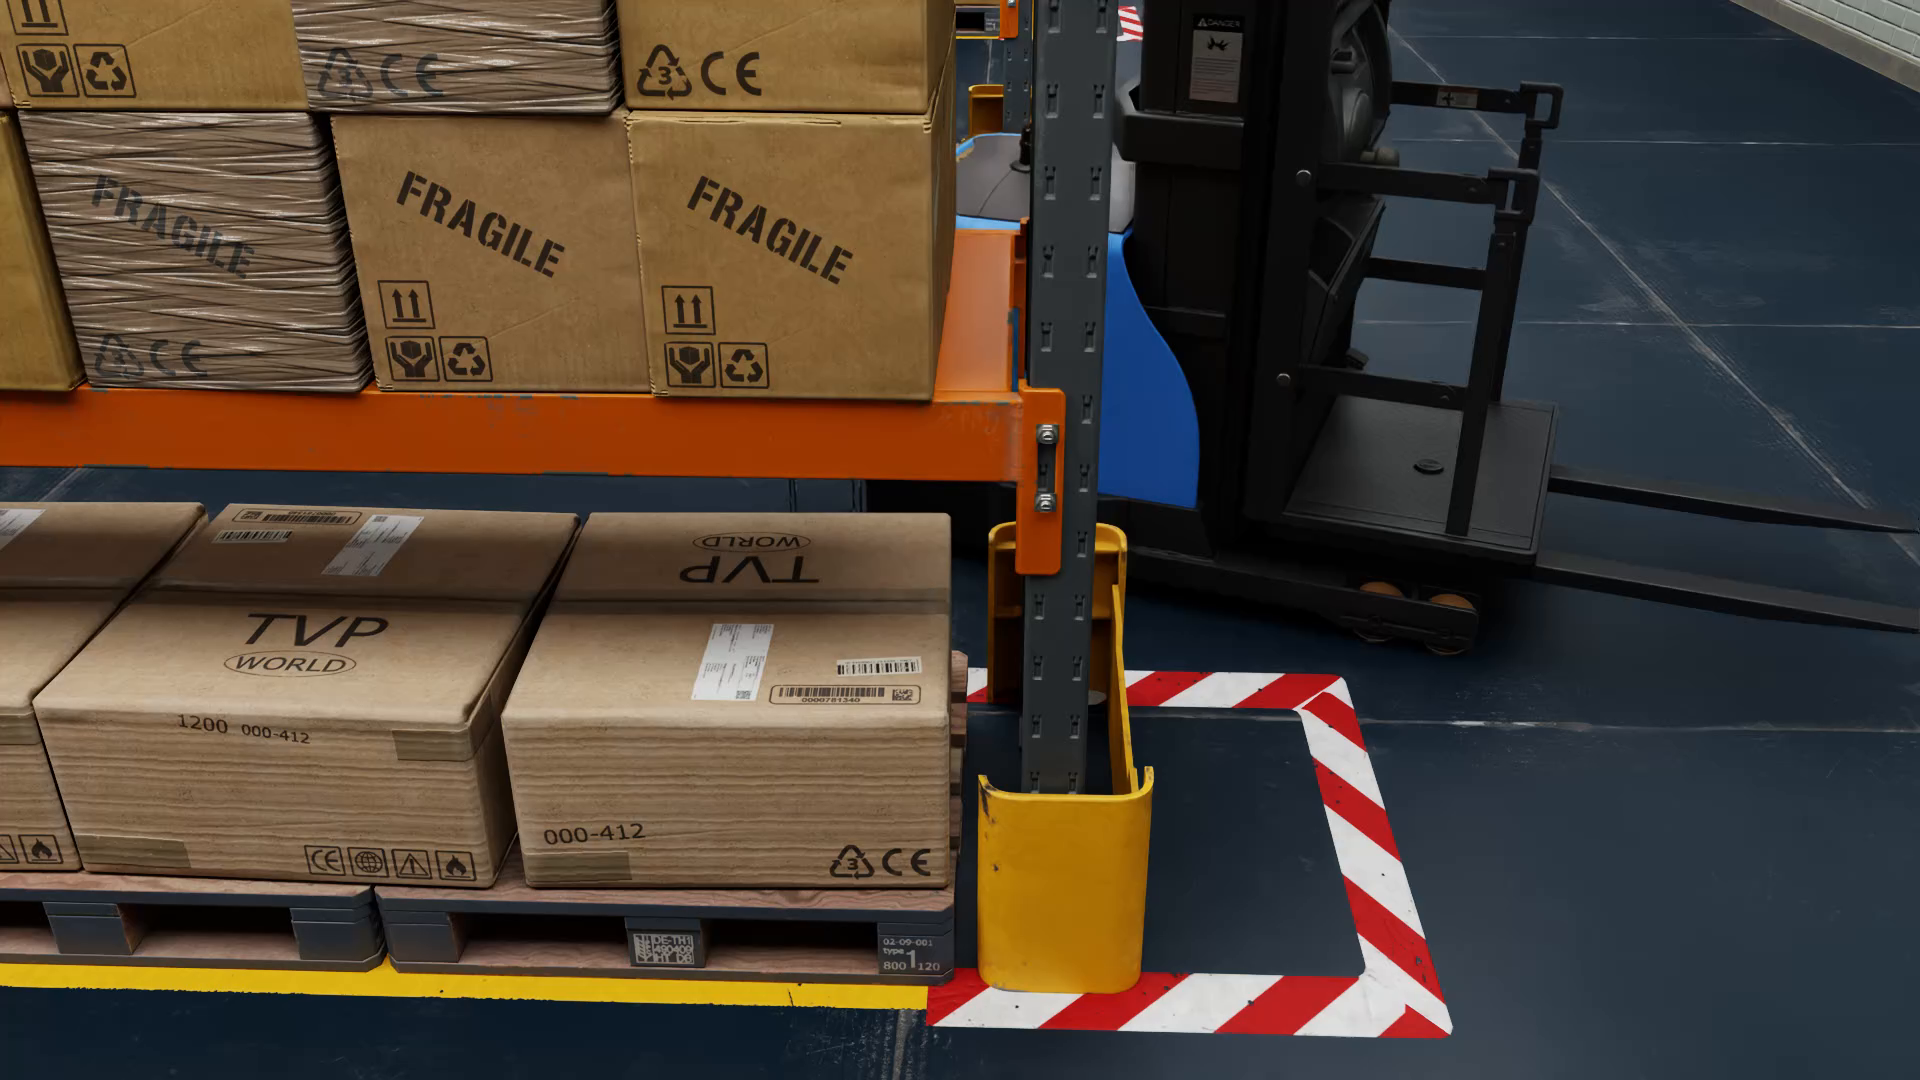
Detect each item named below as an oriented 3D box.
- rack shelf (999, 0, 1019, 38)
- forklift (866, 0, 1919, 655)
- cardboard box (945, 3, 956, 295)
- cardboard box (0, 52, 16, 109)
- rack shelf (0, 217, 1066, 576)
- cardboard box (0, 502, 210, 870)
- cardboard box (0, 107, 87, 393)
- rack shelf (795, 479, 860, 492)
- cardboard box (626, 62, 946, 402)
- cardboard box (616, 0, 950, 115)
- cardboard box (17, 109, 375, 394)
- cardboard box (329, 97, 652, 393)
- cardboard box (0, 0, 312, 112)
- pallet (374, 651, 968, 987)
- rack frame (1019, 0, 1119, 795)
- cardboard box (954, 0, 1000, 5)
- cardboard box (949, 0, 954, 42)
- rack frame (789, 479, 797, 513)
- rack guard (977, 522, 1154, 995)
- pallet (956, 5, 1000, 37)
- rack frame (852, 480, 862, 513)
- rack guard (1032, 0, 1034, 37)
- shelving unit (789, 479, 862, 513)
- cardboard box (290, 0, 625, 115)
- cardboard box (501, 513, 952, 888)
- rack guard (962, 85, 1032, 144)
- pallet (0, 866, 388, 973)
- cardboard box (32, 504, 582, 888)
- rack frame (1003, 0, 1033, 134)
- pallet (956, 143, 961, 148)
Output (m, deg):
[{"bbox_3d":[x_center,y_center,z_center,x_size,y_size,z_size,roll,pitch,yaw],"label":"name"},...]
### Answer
[{"bbox_3d":[-1.721,-2.689,7.888,4.000,0.370,1.077,1,28,2],"label":"rack shelf"},{"bbox_3d":[1.278,-1.256,4.491,3.031,2.935,1.130,10,30,18],"label":"forklift"},{"bbox_3d":[-0.265,-0.842,3.528,0.500,0.500,0.500,1,28,1],"label":"cardboard box"},{"bbox_3d":[-1.806,-1.051,2.856,0.500,0.500,0.500,1,28,1],"label":"cardboard box"},{"bbox_3d":[-1.794,-0.370,3.514,4.000,0.370,1.077,1,28,2],"label":"rack shelf"},{"bbox_3d":[-2.275,0.300,3.768,0.875,0.438,0.875,0,28,0],"label":"cardboard box"},{"bbox_3d":[-1.819,-0.605,3.082,0.500,0.500,0.500,2,28,3],"label":"cardboard box"},{"bbox_3d":[-0.428,-0.247,5.211,0.200,0.077,0.258,-5,28,-9],"label":"rack shelf"},{"bbox_3d":[-0.287,-0.583,3.041,0.500,0.500,0.500,1,28,2],"label":"cardboard box"},{"bbox_3d":[-0.286,-1.038,2.830,0.500,0.500,0.500,2,28,3],"label":"cardboard box"},{"bbox_3d":[-1.303,-0.603,3.078,0.500,0.500,0.500,2,28,3],"label":"cardboard box"},{"bbox_3d":[-0.788,-0.599,3.070,0.500,0.500,0.500,0,28,1],"label":"cardboard box"},{"bbox_3d":[-1.303,-1.042,2.839,0.500,0.500,0.500,1,28,2],"label":"cardboard box"},{"bbox_3d":[-0.598,0.600,3.892,1.213,0.211,1.003,1,28,2],"label":"pallet"},{"bbox_3d":[0.204,-0.655,3.283,0.127,3.000,1.000,1,28,2],"label":"rack frame"},{"bbox_3d":[-0.088,-4.514,12.382,0.875,0.875,0.875,1,28,2],"label":"cardboard box"},{"bbox_3d":[-0.265,-1.282,3.292,0.500,0.500,0.500,0,28,1],"label":"cardboard box"},{"bbox_3d":[-0.528,-0.427,5.096,0.006,0.900,0.240,-5,28,-9],"label":"rack frame"},{"bbox_3d":[0.228,0.450,3.868,0.348,0.500,1.175,1,28,2],"label":"rack guard"},{"bbox_3d":[-0.248,-4.038,12.643,1.213,0.211,1.003,1,28,2],"label":"pallet"},{"bbox_3d":[-0.328,-0.444,5.126,0.006,0.900,0.240,-5,28,-9],"label":"rack frame"},{"bbox_3d":[0.578,-4.189,12.618,0.348,0.500,1.175,1,28,2],"label":"rack guard"},{"bbox_3d":[-0.428,-0.436,5.111,0.210,0.900,0.258,-5,28,-9],"label":"shelving unit"},{"bbox_3d":[-0.809,-1.033,2.821,0.500,0.500,0.500,1,28,2],"label":"cardboard box"},{"bbox_3d":[-0.459,0.327,3.717,0.875,0.438,0.875,0,28,0],"label":"cardboard box"},{"bbox_3d":[0.202,-1.871,8.245,0.348,0.500,1.175,1,28,2],"label":"rack guard"},{"bbox_3d":[-1.814,0.579,3.933,1.213,0.211,1.003,1,28,2],"label":"pallet"},{"bbox_3d":[-1.374,0.316,3.738,0.875,0.438,0.875,2,28,3],"label":"cardboard box"},{"bbox_3d":[0.278,-2.974,7.657,0.127,3.000,1.000,1,28,2],"label":"rack frame"},{"bbox_3d":[-0.609,-1.773,8.369,1.213,0.211,1.003,1,28,2],"label":"pallet"}]
